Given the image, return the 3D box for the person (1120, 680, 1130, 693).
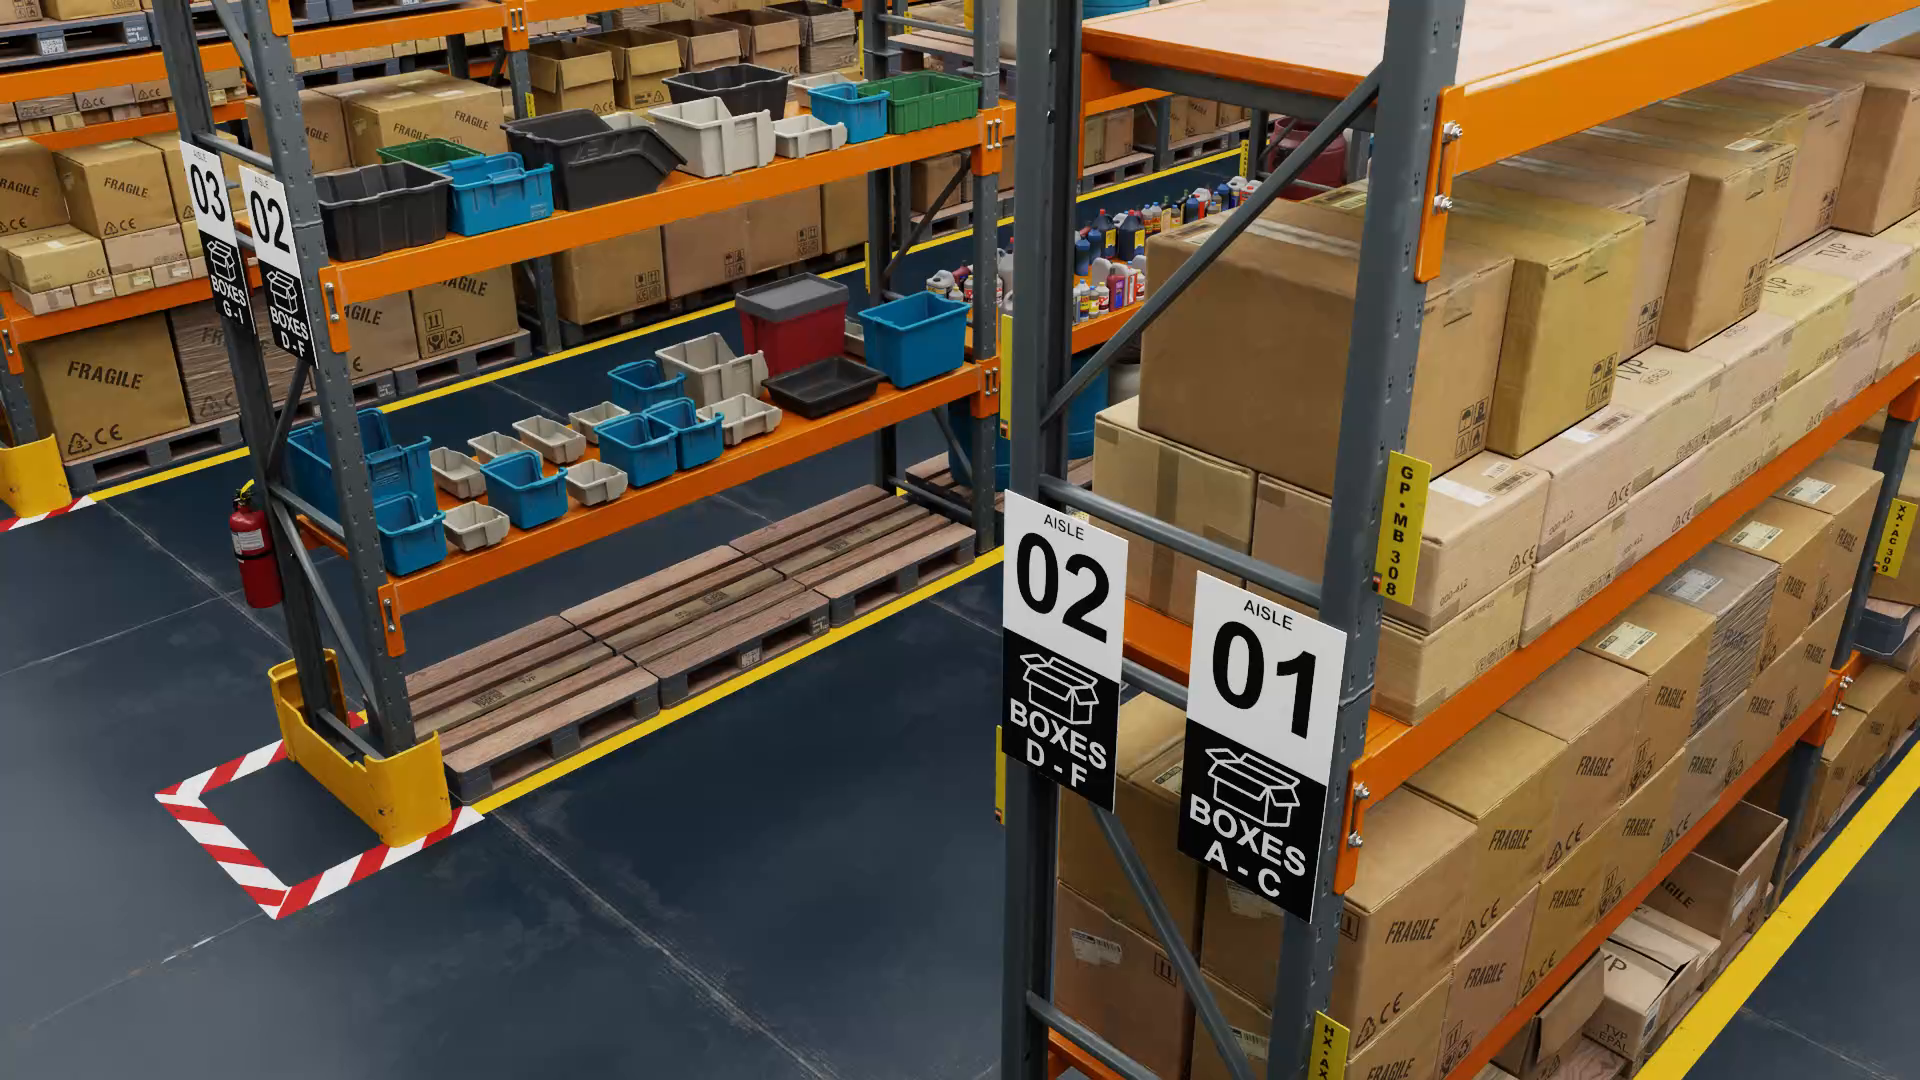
[{"bbox_3d":[0.829,0.383,9.216,0.531,0.829,1.029,23,36,37],"label":"person"}]
